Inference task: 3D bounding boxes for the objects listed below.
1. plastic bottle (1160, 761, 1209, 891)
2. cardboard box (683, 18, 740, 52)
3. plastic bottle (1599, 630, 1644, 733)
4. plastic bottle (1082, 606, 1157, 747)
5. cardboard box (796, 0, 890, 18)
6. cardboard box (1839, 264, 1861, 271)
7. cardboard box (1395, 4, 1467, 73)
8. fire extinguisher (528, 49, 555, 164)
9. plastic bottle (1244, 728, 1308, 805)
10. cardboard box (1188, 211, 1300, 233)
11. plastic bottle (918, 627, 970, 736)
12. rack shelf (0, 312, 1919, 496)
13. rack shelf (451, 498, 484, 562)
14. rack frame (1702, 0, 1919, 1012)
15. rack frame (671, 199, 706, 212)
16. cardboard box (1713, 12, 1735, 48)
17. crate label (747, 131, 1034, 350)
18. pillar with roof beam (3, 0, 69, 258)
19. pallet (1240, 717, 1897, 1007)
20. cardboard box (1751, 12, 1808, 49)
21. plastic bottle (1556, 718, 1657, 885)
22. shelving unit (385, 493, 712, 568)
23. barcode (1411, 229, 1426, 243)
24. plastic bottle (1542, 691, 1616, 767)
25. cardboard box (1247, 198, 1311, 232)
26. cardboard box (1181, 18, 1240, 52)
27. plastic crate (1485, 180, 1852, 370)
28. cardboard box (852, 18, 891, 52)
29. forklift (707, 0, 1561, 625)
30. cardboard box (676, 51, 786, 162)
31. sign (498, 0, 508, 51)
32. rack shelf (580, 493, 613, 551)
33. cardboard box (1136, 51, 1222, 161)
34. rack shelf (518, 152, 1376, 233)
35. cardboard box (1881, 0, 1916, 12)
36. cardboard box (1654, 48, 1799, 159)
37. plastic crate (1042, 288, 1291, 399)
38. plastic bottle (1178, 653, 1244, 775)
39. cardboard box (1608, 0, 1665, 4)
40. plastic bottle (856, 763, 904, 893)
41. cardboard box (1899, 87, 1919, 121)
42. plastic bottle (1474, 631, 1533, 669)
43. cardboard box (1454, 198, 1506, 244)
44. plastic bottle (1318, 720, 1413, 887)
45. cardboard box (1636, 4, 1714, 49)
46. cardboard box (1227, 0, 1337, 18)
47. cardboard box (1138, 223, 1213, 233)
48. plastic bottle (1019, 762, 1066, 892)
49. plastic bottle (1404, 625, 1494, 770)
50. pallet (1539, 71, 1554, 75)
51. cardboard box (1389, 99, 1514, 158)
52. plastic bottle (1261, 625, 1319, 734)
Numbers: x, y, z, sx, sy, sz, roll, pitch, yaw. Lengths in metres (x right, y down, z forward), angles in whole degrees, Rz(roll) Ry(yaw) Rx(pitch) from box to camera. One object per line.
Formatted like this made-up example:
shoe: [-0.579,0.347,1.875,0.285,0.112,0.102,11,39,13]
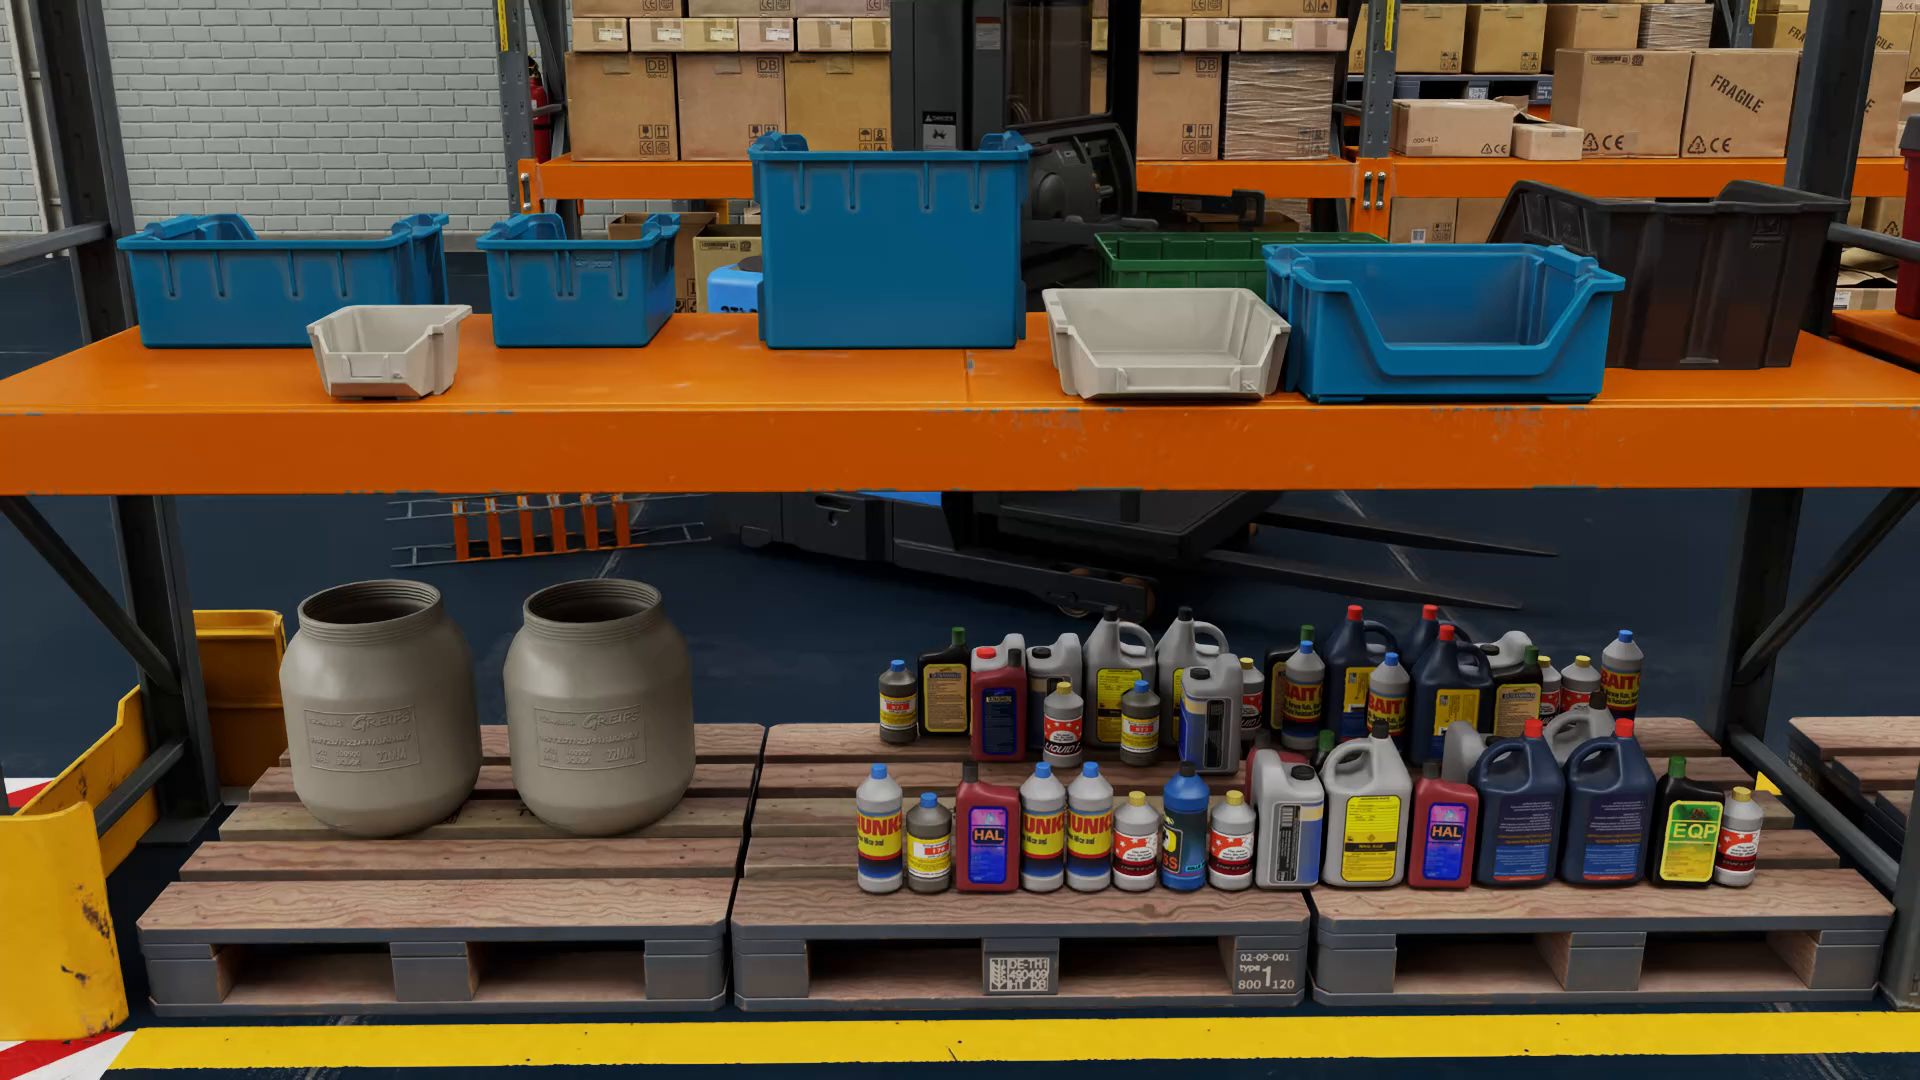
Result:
plastic bottle: [0.476,0.598,3.520,0.097,0.271,0.097,0,18,0]
cardboard box: [-1.152,-2.384,7.842,0.250,0.149,0.380,0,18,-1]
plastic bottle: [1.687,0.363,4.253,0.097,0.271,0.097,0,18,0]
plastic bottle: [0.399,0.338,4.199,0.185,0.351,0.144,0,18,1]
cardboard box: [-0.512,-2.759,7.950,0.500,0.500,0.700,0,18,-1]
cardboard box: [4.374,-1.365,8.787,0.500,0.311,0.500,-1,18,-2]
cardboard box: [3.583,-3.883,12.857,0.500,0.500,0.700,2,18,7]
fire extinguisher: [-2.187,-2.193,8.599,0.183,0.674,0.296,0,18,-1]
plastic bottle: [0.694,0.550,3.649,0.133,0.283,0.061,0,18,-1]
cardboard box: [1.470,-1.449,8.739,0.500,0.500,0.500,0,18,-1]
plastic bottle: [-0.041,0.360,4.242,0.133,0.283,0.061,0,18,0]
rack shelf: [0.013,-0.242,3.571,4.000,0.370,1.077,0,18,-1]
rack shelf: [-1.887,-0.043,6.365,0.103,0.180,0.258,-5,18,-16]
rack frame: [2.013,-0.595,3.491,0.127,3.000,1.000,0,18,-1]
rack frame: [-2.143,-3.601,12.863,0.127,3.000,1.000,0,18,-1]
cardboard box: [6.324,-3.921,13.178,0.500,0.500,0.500,0,18,-1]
crate label: [-0.151,-0.684,3.710,0.616,0.435,0.502,0,18,-1]
pillar with roof beam: [-7.388,-5.382,8.592,0.400,9.000,9.100,0,18,-1]
pallet: [1.341,0.724,3.946,1.213,0.211,1.003,0,18,-1]
cardboard box: [6.346,-3.763,12.683,0.500,0.500,0.500,0,18,1]
plastic bottle: [1.373,0.548,3.544,0.185,0.351,0.144,-1,18,-2]
shelving unit: [-1.584,-0.070,6.450,1.200,0.189,0.258,-5,18,-16]
barcode: [2.200,-1.458,7.982,0.075,0.075,0.001,0,18,-1]
plastic bottle: [1.371,0.504,3.681,0.185,0.351,0.144,0,18,-1]
cardboard box: [2.592,-2.648,13.265,0.500,0.500,0.700,0,18,1]
cardboard box: [1.161,-2.395,7.876,0.250,0.149,0.380,-1,18,-2]
plastic crate: [1.487,-0.601,3.613,0.504,0.338,0.767,0,18,-1]
cardboard box: [-0.378,-2.388,7.854,0.250,0.149,0.380,-1,18,-2]
forklift: [0.579,-1.285,5.756,3.031,2.935,1.130,10,20,28]
cardboard box: [-1.069,-2.138,8.139,0.500,0.500,0.700,0,18,1]
sign: [-2.058,-2.369,7.474,0.005,0.325,0.100,0,18,-1]
rack shelf: [-1.426,-0.085,6.494,0.103,0.180,0.258,-5,18,-16]
cardboard box: [0.967,-2.147,8.165,0.500,0.500,0.700,0,18,-1]
rack shelf: [-0.061,-1.755,8.287,4.000,0.370,1.077,0,18,-1]
cardboard box: [6.851,-4.122,12.575,0.500,0.250,0.500,-1,18,-2]
cardboard box: [3.734,-2.159,8.203,0.500,0.500,0.500,0,18,-1]
plastic crate: [0.393,-0.384,3.265,0.437,0.136,0.530,0,18,-1]
plastic bottle: [0.613,0.418,4.073,0.135,0.276,0.152,0,18,-1]
cardboard box: [5.190,-4.189,12.749,0.250,0.149,0.380,-3,18,-10]
plastic bottle: [-0.169,0.601,3.511,0.097,0.271,0.097,0,18,0]
cardboard box: [5.040,-2.139,8.452,0.500,0.311,0.500,0,18,-2]
plastic bottle: [1.364,0.370,4.221,0.135,0.276,0.152,0,18,1]
cardboard box: [4.124,-2.662,13.306,0.500,0.500,0.700,0,18,-1]
plastic bottle: [0.859,0.551,3.536,0.185,0.351,0.144,0,18,-1]
cardboard box: [5.386,-3.892,12.884,0.500,0.500,0.700,-2,18,-7]
cardboard box: [1.495,-2.769,7.981,0.500,0.500,0.700,0,18,-1]
cardboard box: [0.978,-1.287,8.237,0.500,0.500,0.500,0,18,-1]
plastic bottle: [0.174,0.599,3.516,0.097,0.271,0.097,0,18,0]
plastic bottle: [1.201,0.378,4.074,0.185,0.351,0.144,0,18,-1]
pallet: [5.145,-3.512,12.900,1.003,0.211,1.213,0,18,-1]
cardboard box: [2.430,-2.052,8.279,0.500,0.250,0.500,1,18,3]
plastic bottle: [0.845,0.355,4.256,0.133,0.283,0.061,1,18,2]
